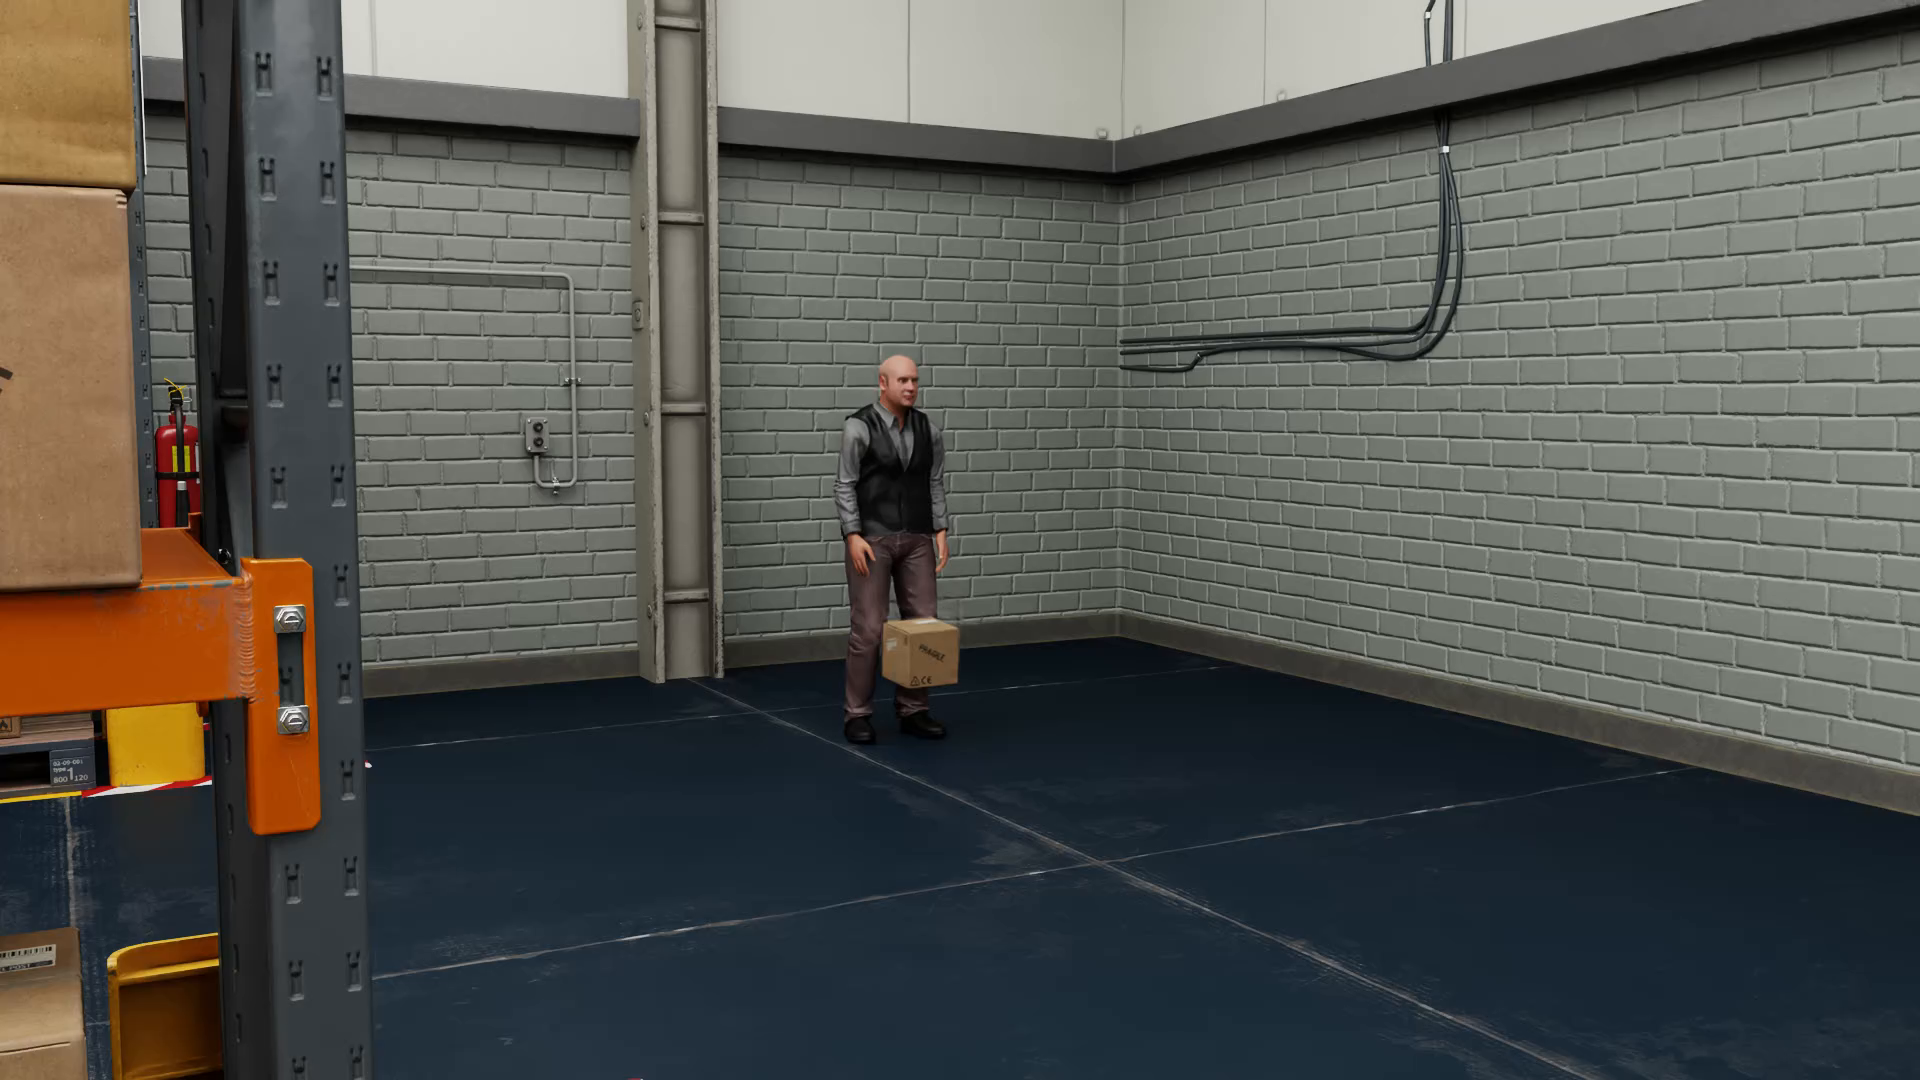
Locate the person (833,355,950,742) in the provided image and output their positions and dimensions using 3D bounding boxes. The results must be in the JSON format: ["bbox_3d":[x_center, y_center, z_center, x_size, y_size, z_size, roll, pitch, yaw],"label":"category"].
[{"bbox_3d":[-0.300,0.028,7.540,0.563,1.724,0.473,-3,6,-30],"label":"person"}]
